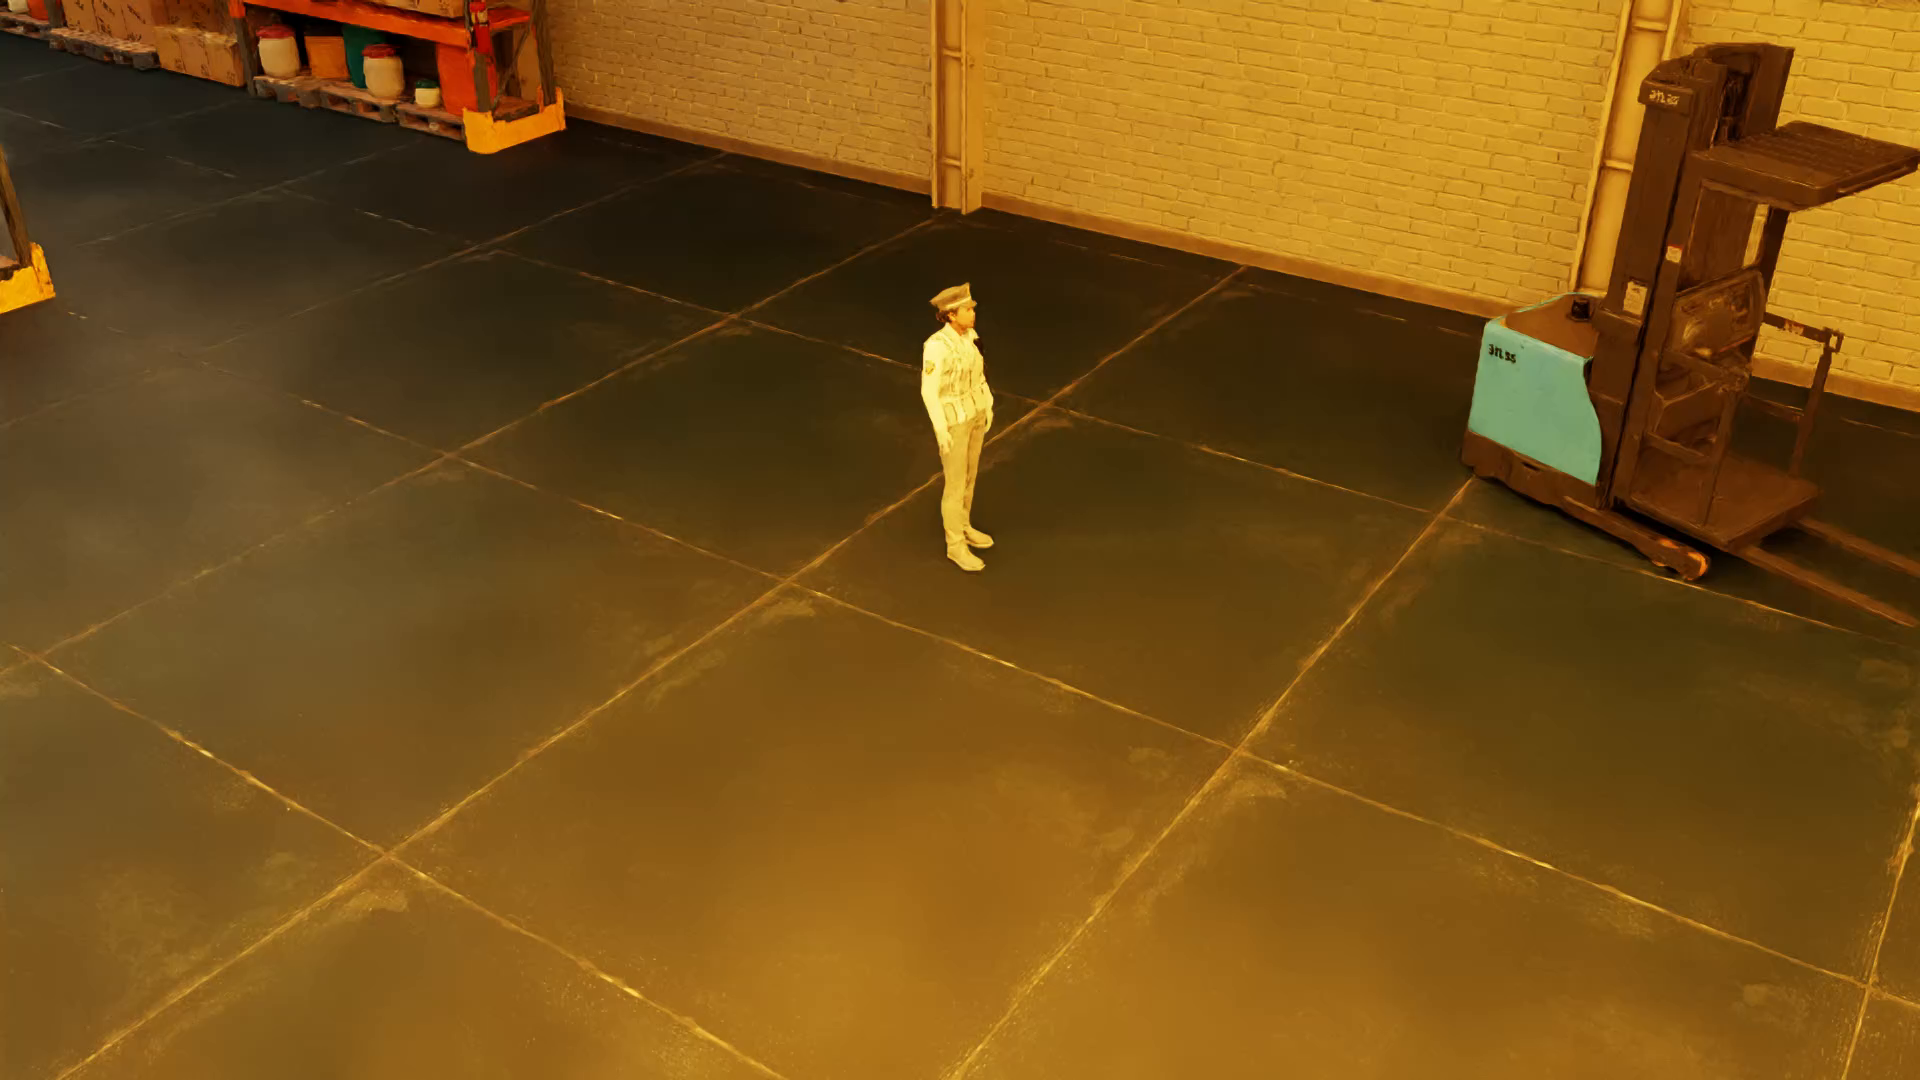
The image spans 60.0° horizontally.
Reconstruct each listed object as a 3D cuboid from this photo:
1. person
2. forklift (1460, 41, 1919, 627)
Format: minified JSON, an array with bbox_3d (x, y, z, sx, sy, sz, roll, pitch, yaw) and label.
[{"bbox_3d":[0.052,-0.717,10.033,0.533,1.695,0.586,19,35,29],"label":"person"},{"bbox_3d":[4.672,-1.306,9.830,1.130,2.935,3.031,-20,36,-31],"label":"forklift"}]
